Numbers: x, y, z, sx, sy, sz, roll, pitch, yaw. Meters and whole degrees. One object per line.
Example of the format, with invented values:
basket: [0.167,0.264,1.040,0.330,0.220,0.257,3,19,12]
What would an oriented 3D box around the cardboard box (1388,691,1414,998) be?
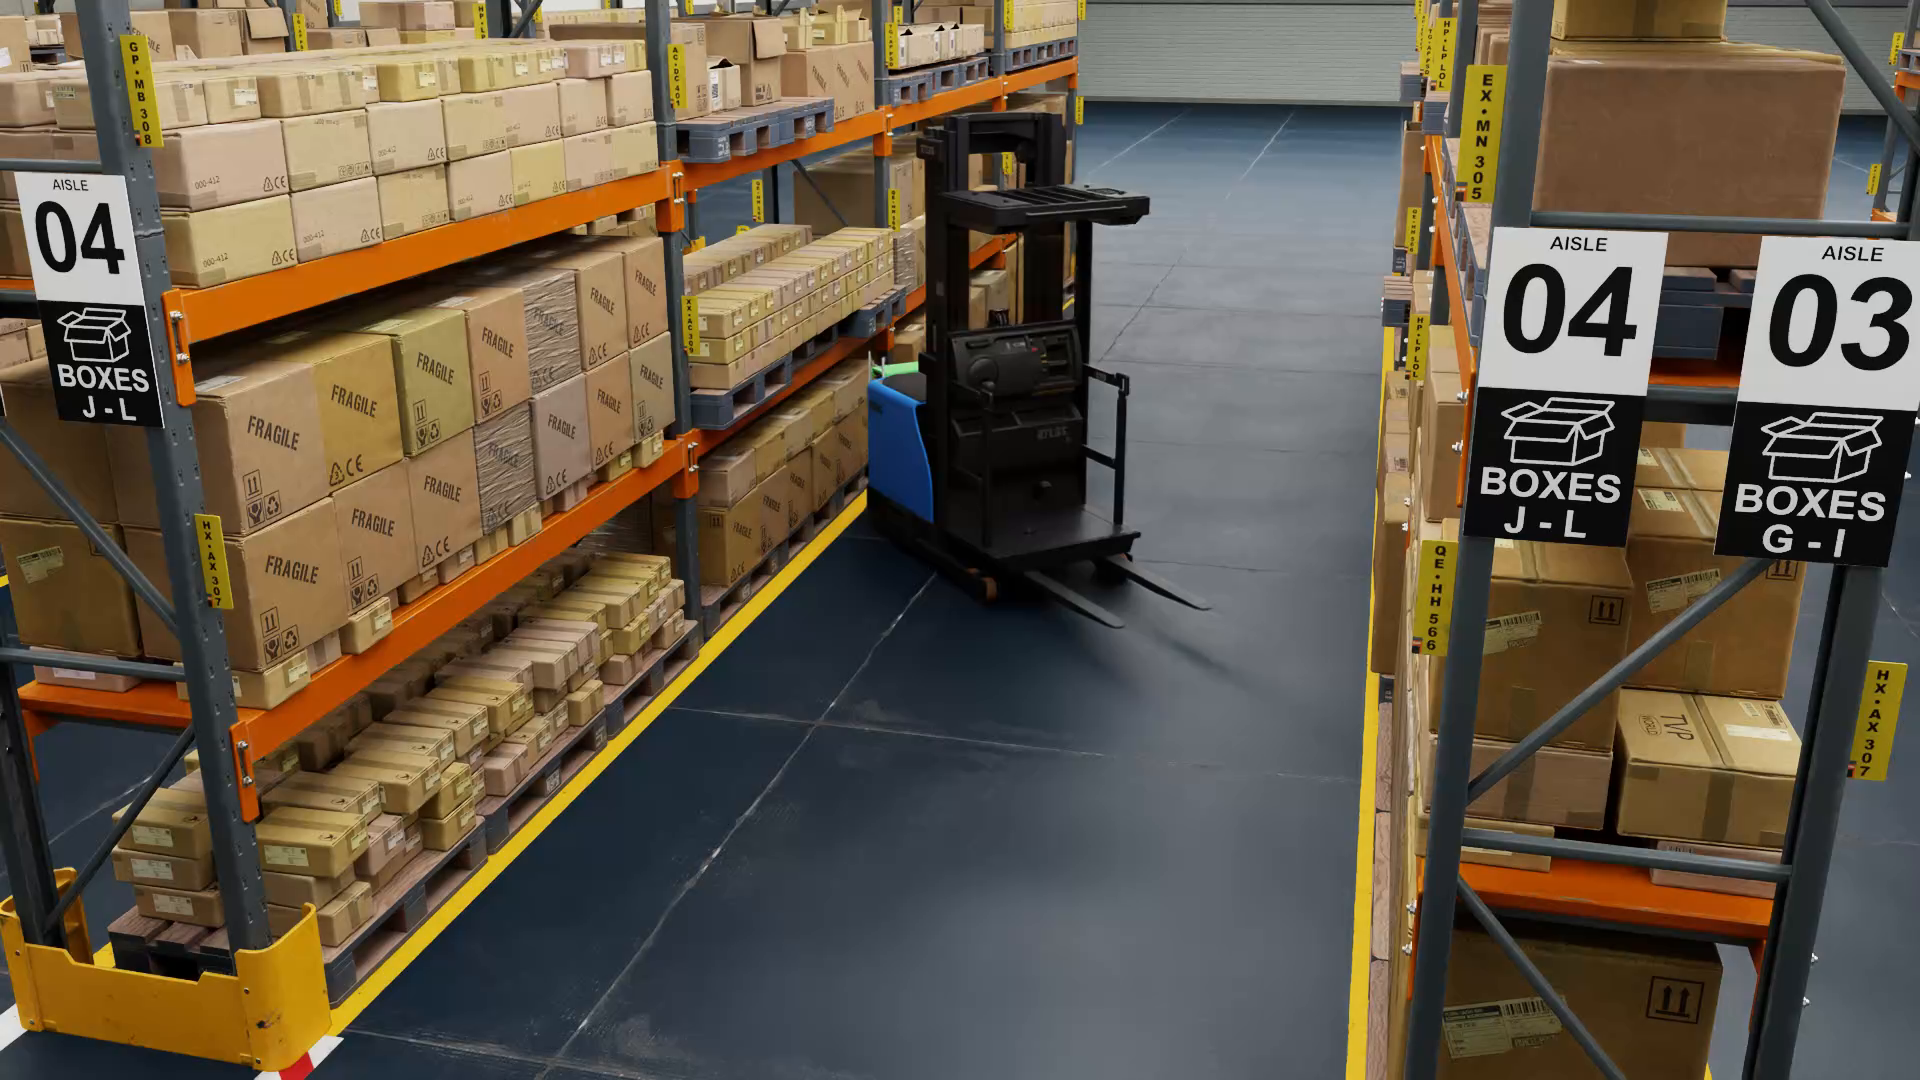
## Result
cardboard box: [2.093,1.178,6.236,0.875,0.875,0.875,5,19,13]

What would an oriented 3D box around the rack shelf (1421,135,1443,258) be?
rack shelf: [3.258,-2.096,9.657,1.077,0.370,4.000,5,19,13]

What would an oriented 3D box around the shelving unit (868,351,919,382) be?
shelving unit: [-0.383,-0.795,12.160,0.503,1.200,0.258,-10,21,-27]

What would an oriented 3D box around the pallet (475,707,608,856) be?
pallet: [-2.442,1.103,8.133,1.003,0.211,1.213,5,19,13]

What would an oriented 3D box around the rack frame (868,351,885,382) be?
rack frame: [-0.597,-0.757,12.049,0.015,1.200,0.240,-10,21,-27]

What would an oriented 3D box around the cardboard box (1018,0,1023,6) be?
cardboard box: [0.418,-5.413,16.603,0.380,0.149,0.250,4,19,13]

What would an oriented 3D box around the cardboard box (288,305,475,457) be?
cardboard box: [-2.360,-0.661,6.820,0.500,0.500,0.500,4,19,12]

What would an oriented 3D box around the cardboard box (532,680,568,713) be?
cardboard box: [-2.172,0.725,8.224,0.380,0.149,0.250,4,19,11]

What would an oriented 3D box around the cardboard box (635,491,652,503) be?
cardboard box: [-2.079,-0.438,10.386,0.500,0.250,0.500,4,19,12]

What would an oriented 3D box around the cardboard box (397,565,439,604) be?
cardboard box: [-2.436,0.145,7.011,0.380,0.149,0.250,4,19,13]

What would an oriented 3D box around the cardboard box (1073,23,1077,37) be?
cardboard box: [1.163,-5.991,19.529,0.380,0.149,0.250,5,19,13]

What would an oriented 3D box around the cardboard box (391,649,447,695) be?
cardboard box: [-2.708,0.634,8.030,0.380,0.149,0.250,5,19,14]

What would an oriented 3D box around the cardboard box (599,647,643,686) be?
cardboard box: [-1.928,0.649,8.907,0.380,0.149,0.250,4,19,12]

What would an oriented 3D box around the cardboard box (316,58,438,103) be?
cardboard box: [-2.299,-1.816,6.563,0.380,0.149,0.250,5,20,15]

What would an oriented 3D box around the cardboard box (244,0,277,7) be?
cardboard box: [-8.942,-6.567,20.673,0.700,0.500,0.500,5,19,14]

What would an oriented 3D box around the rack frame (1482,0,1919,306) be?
rack frame: [1.792,-1.976,3.550,1.000,3.000,0.127,5,19,13]

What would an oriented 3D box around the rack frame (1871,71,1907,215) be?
rack frame: [10.504,-3.760,18.056,1.000,3.000,0.127,5,19,13]

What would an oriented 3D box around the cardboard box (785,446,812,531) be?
cardboard box: [-1.336,-0.371,11.352,0.500,0.500,0.500,5,19,14]

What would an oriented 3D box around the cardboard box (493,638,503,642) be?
cardboard box: [-2.483,0.534,8.784,0.380,0.149,0.250,4,19,11]

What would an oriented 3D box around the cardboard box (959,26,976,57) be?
cardboard box: [-0.150,-4.511,15.042,0.500,0.250,0.500,4,19,13]

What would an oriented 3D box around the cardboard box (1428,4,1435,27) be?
cardboard box: [4.513,-4.425,14.553,0.797,0.503,0.637,4,19,11]

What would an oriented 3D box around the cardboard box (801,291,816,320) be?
cardboard box: [-1.158,-1.533,10.814,0.380,0.149,0.250,4,19,12]

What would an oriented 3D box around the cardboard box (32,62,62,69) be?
cardboard box: [-6.524,-3.285,11.736,0.380,0.166,0.250,6,20,18]

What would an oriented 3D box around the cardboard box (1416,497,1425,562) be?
cardboard box: [2.153,-0.015,6.864,0.500,0.250,0.500,5,20,15]

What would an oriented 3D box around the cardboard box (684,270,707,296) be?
cardboard box: [-1.850,-1.641,10.669,0.380,0.149,0.250,4,19,12]

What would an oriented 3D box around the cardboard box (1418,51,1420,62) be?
cardboard box: [5.332,-5.370,18.359,0.500,0.250,0.500,5,20,15]

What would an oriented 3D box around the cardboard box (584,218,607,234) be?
cardboard box: [-4.268,-3.599,19.025,0.380,0.149,0.250,5,20,15]

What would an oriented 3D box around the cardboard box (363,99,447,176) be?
cardboard box: [-2.373,-1.583,6.500,0.500,0.250,0.500,5,19,14]

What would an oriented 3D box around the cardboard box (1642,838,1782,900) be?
cardboard box: [2.198,0.897,4.809,0.380,0.149,0.250,5,19,14]

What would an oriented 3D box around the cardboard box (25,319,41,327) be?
cardboard box: [-6.360,-1.620,11.248,0.500,0.250,0.500,5,19,14]

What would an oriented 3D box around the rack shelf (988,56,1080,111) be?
rack shelf: [0.427,-5.027,18.237,1.077,0.370,4.000,5,19,13]

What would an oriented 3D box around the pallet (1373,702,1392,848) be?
pallet: [2.507,1.161,7.961,1.003,0.211,1.213,5,19,13]

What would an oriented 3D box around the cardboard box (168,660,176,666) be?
cardboard box: [-3.091,0.359,6.384,0.380,0.149,0.250,5,19,13]

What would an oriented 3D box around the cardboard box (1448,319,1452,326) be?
cardboard box: [3.096,-1.327,9.227,0.797,0.503,0.637,5,19,14]

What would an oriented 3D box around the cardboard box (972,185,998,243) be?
cardboard box: [0.070,-3.184,16.214,0.500,0.500,0.500,5,19,13]

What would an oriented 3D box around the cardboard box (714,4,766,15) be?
cardboard box: [-1.531,-3.630,11.695,0.396,0.266,0.258,5,19,13]

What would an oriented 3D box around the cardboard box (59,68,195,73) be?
cardboard box: [-2.980,-1.611,5.965,0.380,0.149,0.250,4,19,12]

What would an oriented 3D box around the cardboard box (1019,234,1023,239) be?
cardboard box: [0.377,-2.989,18.435,0.875,0.875,0.875,5,19,14]

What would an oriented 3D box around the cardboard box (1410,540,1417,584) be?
cardboard box: [2.121,0.123,7.077,0.380,0.149,0.250,4,19,13]

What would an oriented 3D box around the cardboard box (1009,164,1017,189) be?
cardboard box: [0.130,-3.683,17.598,0.875,0.550,0.550,5,19,13]

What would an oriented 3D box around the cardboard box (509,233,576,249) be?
cardboard box: [-2.363,-1.353,8.846,0.500,0.500,0.500,5,20,15]

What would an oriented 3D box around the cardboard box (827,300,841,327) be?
cardboard box: [-1.032,-1.555,11.338,0.380,0.149,0.250,5,20,15]

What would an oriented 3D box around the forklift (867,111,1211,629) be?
forklift: [0.474,-1.155,10.534,1.130,2.935,3.031,-10,21,-27]

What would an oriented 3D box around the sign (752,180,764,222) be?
sign: [-1.578,-2.658,13.038,0.100,0.325,0.005,5,19,13]

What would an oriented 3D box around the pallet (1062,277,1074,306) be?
pallet: [0.796,-2.999,20.140,1.003,0.211,1.213,5,19,13]

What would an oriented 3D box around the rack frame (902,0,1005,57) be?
rack frame: [-0.061,-6.160,15.801,1.000,3.000,0.127,5,19,13]

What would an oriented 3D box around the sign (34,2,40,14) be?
sign: [-10.239,-5.816,18.512,0.100,0.325,0.005,5,19,13]

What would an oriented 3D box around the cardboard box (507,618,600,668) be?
cardboard box: [-2.044,0.516,8.376,0.380,0.149,0.250,4,19,11]

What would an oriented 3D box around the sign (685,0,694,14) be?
sign: [-3.376,-6.723,20.718,0.100,0.325,0.005,5,19,13]

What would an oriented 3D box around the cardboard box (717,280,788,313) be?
cardboard box: [-1.283,-1.508,10.282,0.380,0.149,0.250,4,19,13]

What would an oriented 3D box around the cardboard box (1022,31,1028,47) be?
cardboard box: [0.481,-5.115,16.964,0.380,0.149,0.250,5,19,13]

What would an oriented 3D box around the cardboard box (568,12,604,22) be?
cardboard box: [-4.228,-5.844,18.671,0.380,0.149,0.250,4,19,13]
